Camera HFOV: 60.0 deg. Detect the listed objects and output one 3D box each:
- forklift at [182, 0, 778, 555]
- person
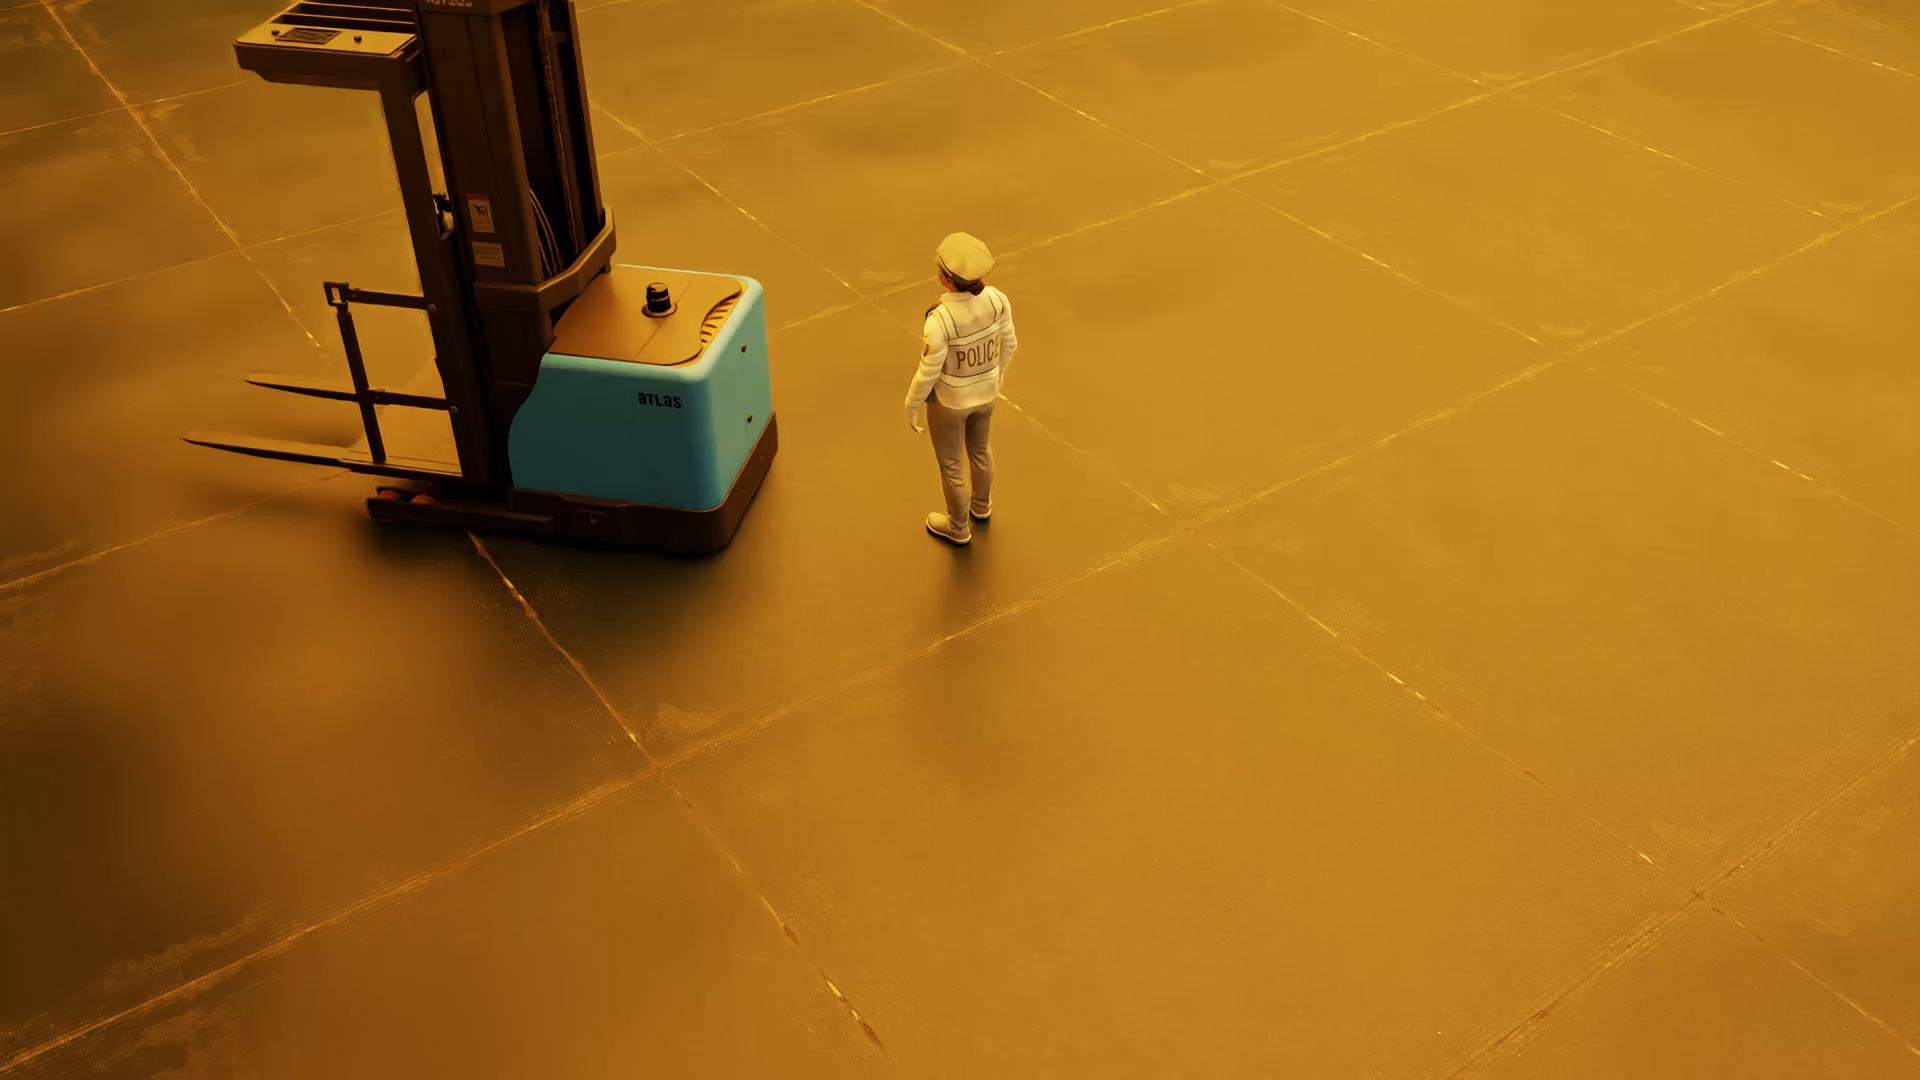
[{"bbox_3d":[-2.549,-1.543,8.032,3.031,2.935,1.130,7,37,9],"label":"forklift"},{"bbox_3d":[-0.034,-0.723,7.950,0.586,1.694,0.532,-23,42,-28],"label":"person"}]
